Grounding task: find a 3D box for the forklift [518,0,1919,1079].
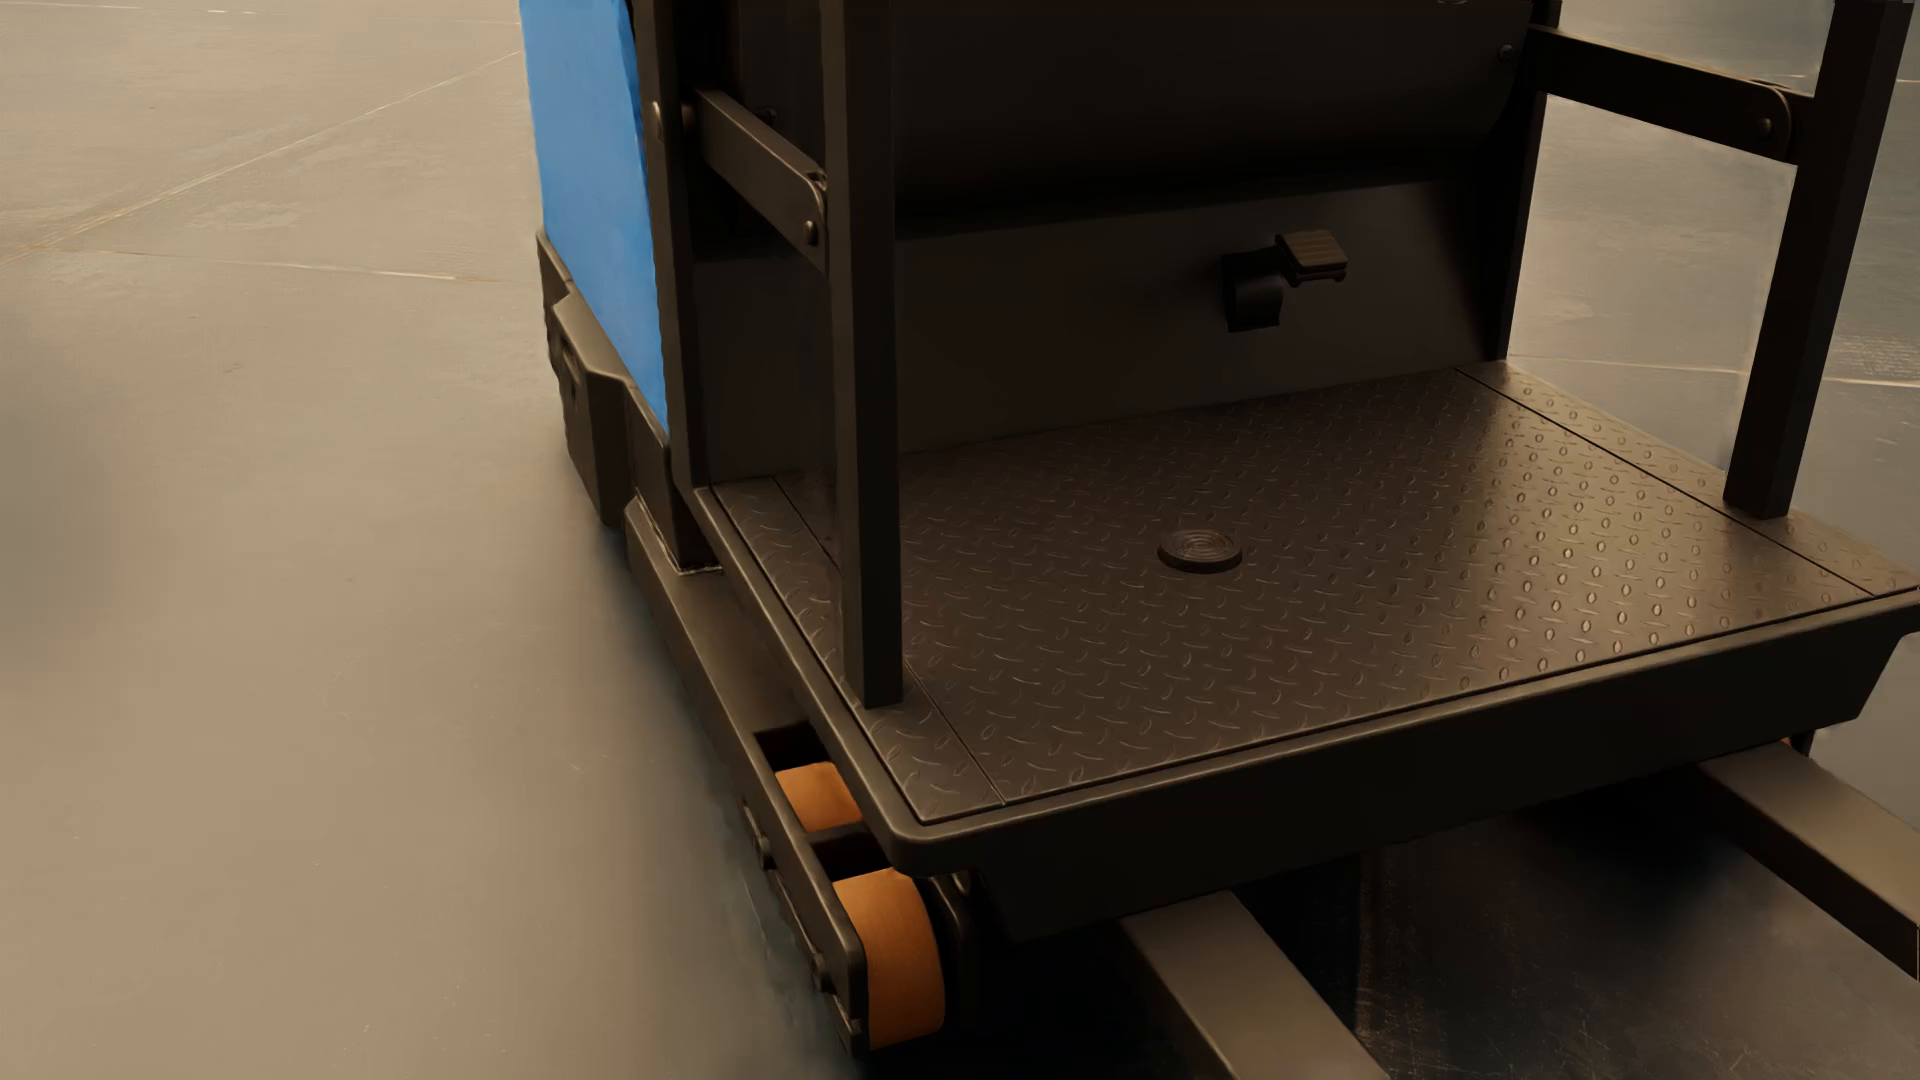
[{"bbox_3d":[0.285,-1.049,1.325,1.130,2.935,3.031,-10,29,-19],"label":"forklift"}]
